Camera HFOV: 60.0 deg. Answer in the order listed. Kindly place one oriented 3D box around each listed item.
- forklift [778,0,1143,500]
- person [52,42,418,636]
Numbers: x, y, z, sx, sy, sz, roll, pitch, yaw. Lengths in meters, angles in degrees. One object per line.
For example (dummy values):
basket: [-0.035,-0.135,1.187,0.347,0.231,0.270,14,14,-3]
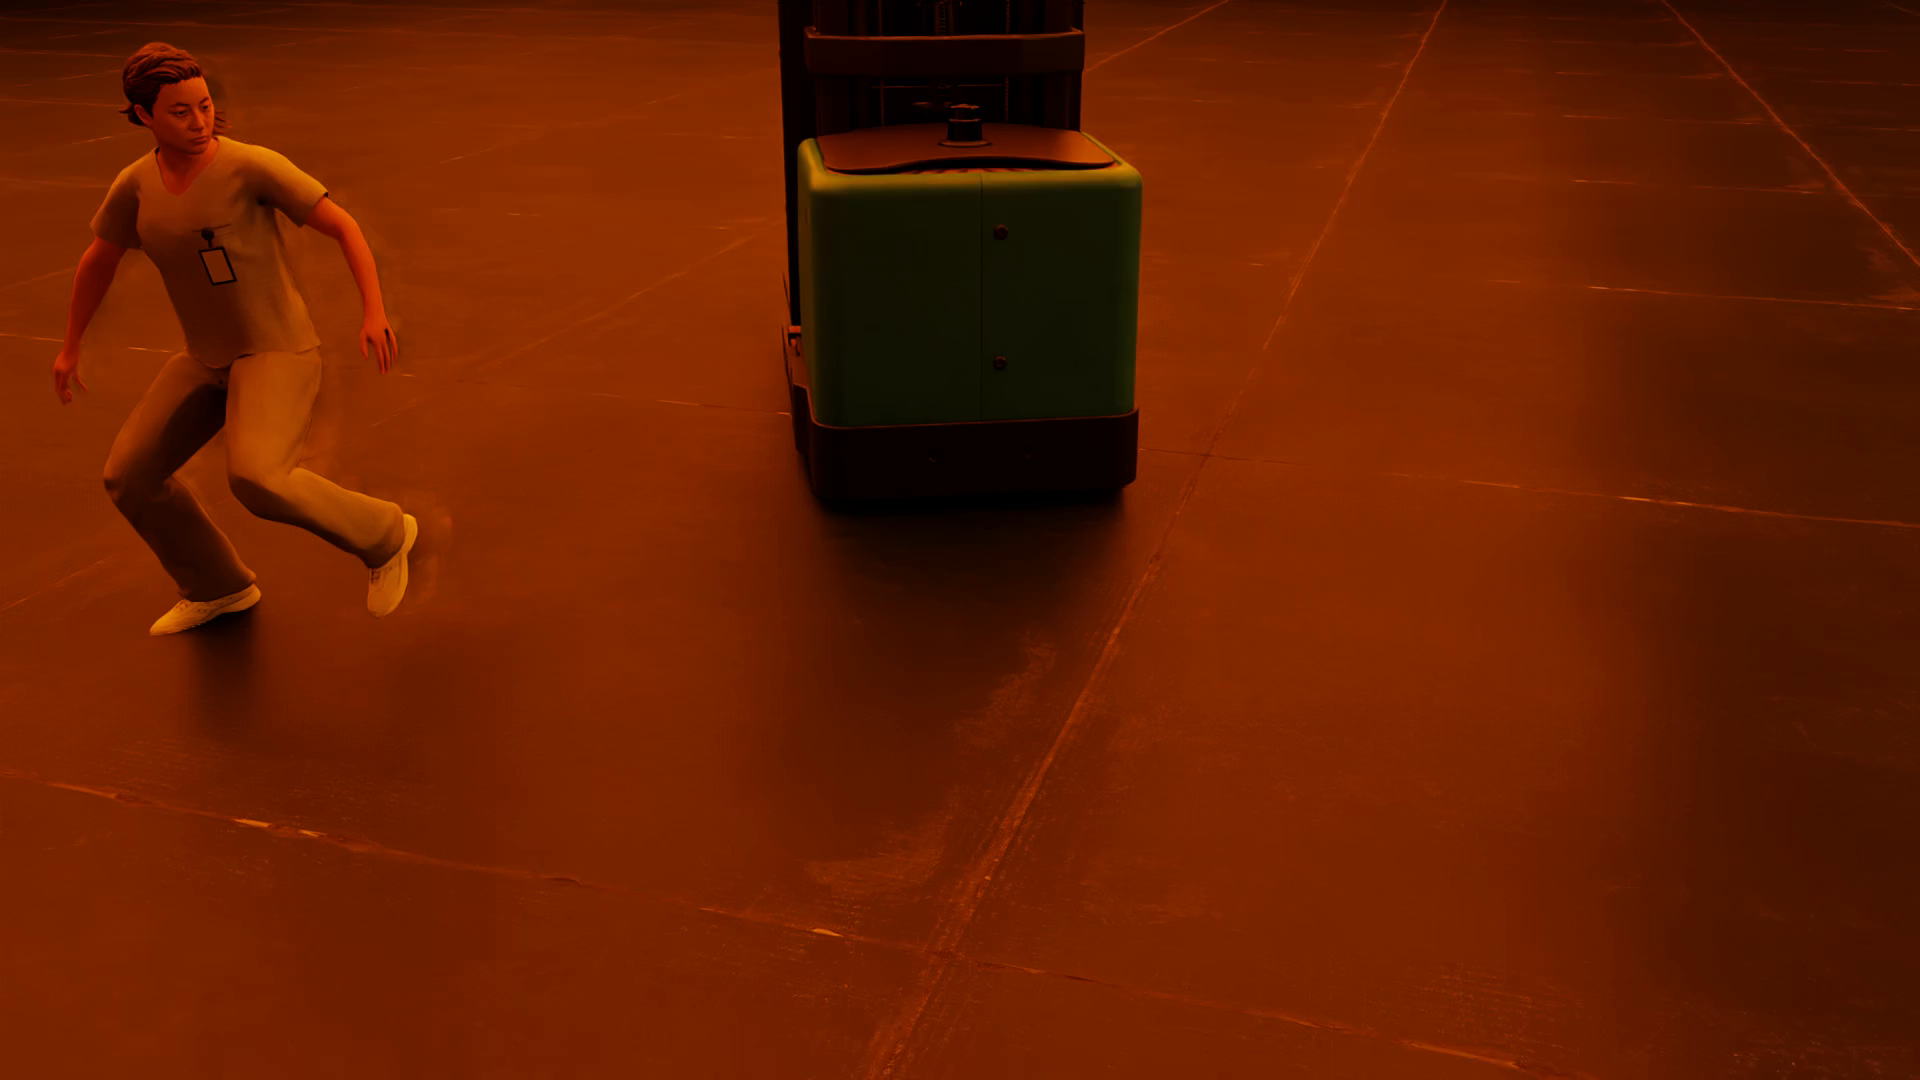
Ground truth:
forklift: [-0.137,-2.006,6.140,1.130,2.935,3.031,-3,23,-7]
person: [-1.893,-0.469,4.276,0.878,1.561,0.496,8,24,18]
